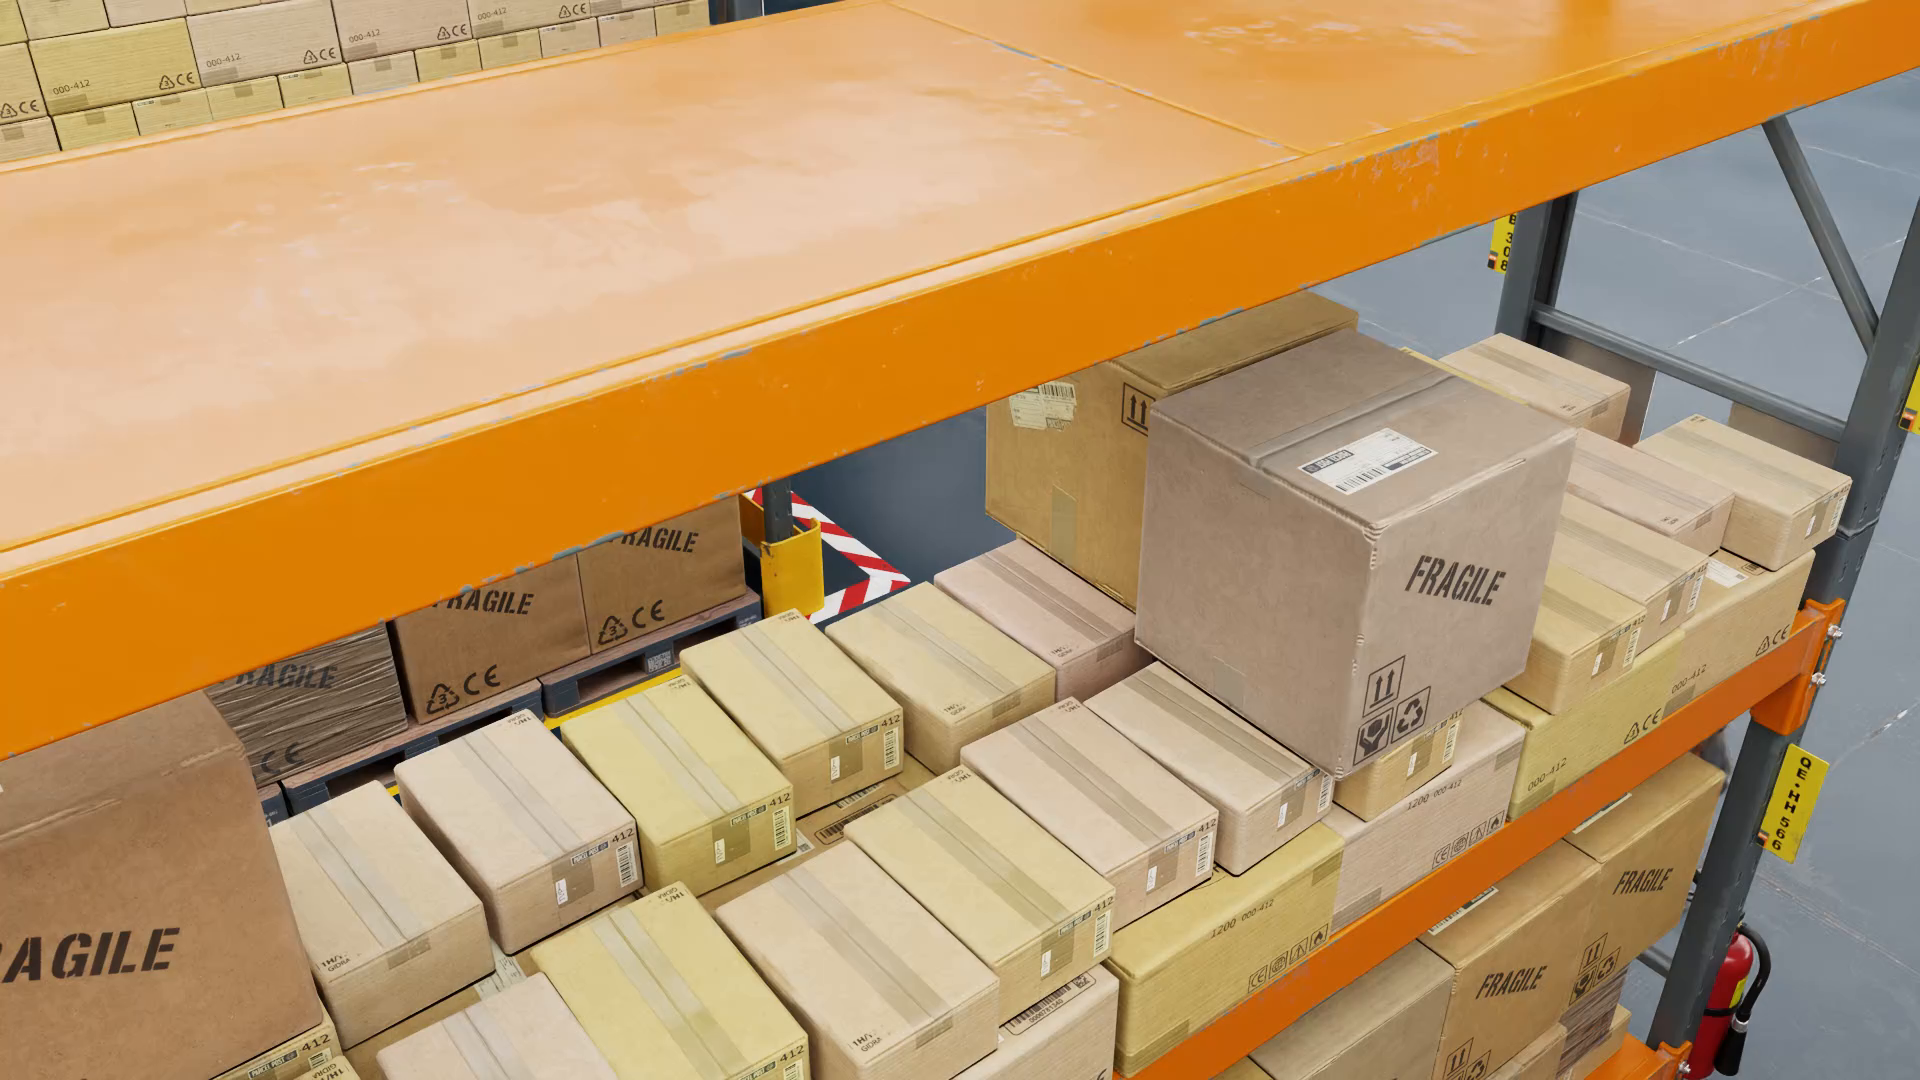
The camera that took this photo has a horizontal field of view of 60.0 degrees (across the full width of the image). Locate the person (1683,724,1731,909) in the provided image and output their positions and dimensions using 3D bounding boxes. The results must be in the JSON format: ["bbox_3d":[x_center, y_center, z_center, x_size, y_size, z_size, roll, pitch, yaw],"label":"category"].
[{"bbox_3d":[2.867,0.771,6.554,0.475,1.632,0.465,8,33,13],"label":"person"}]
